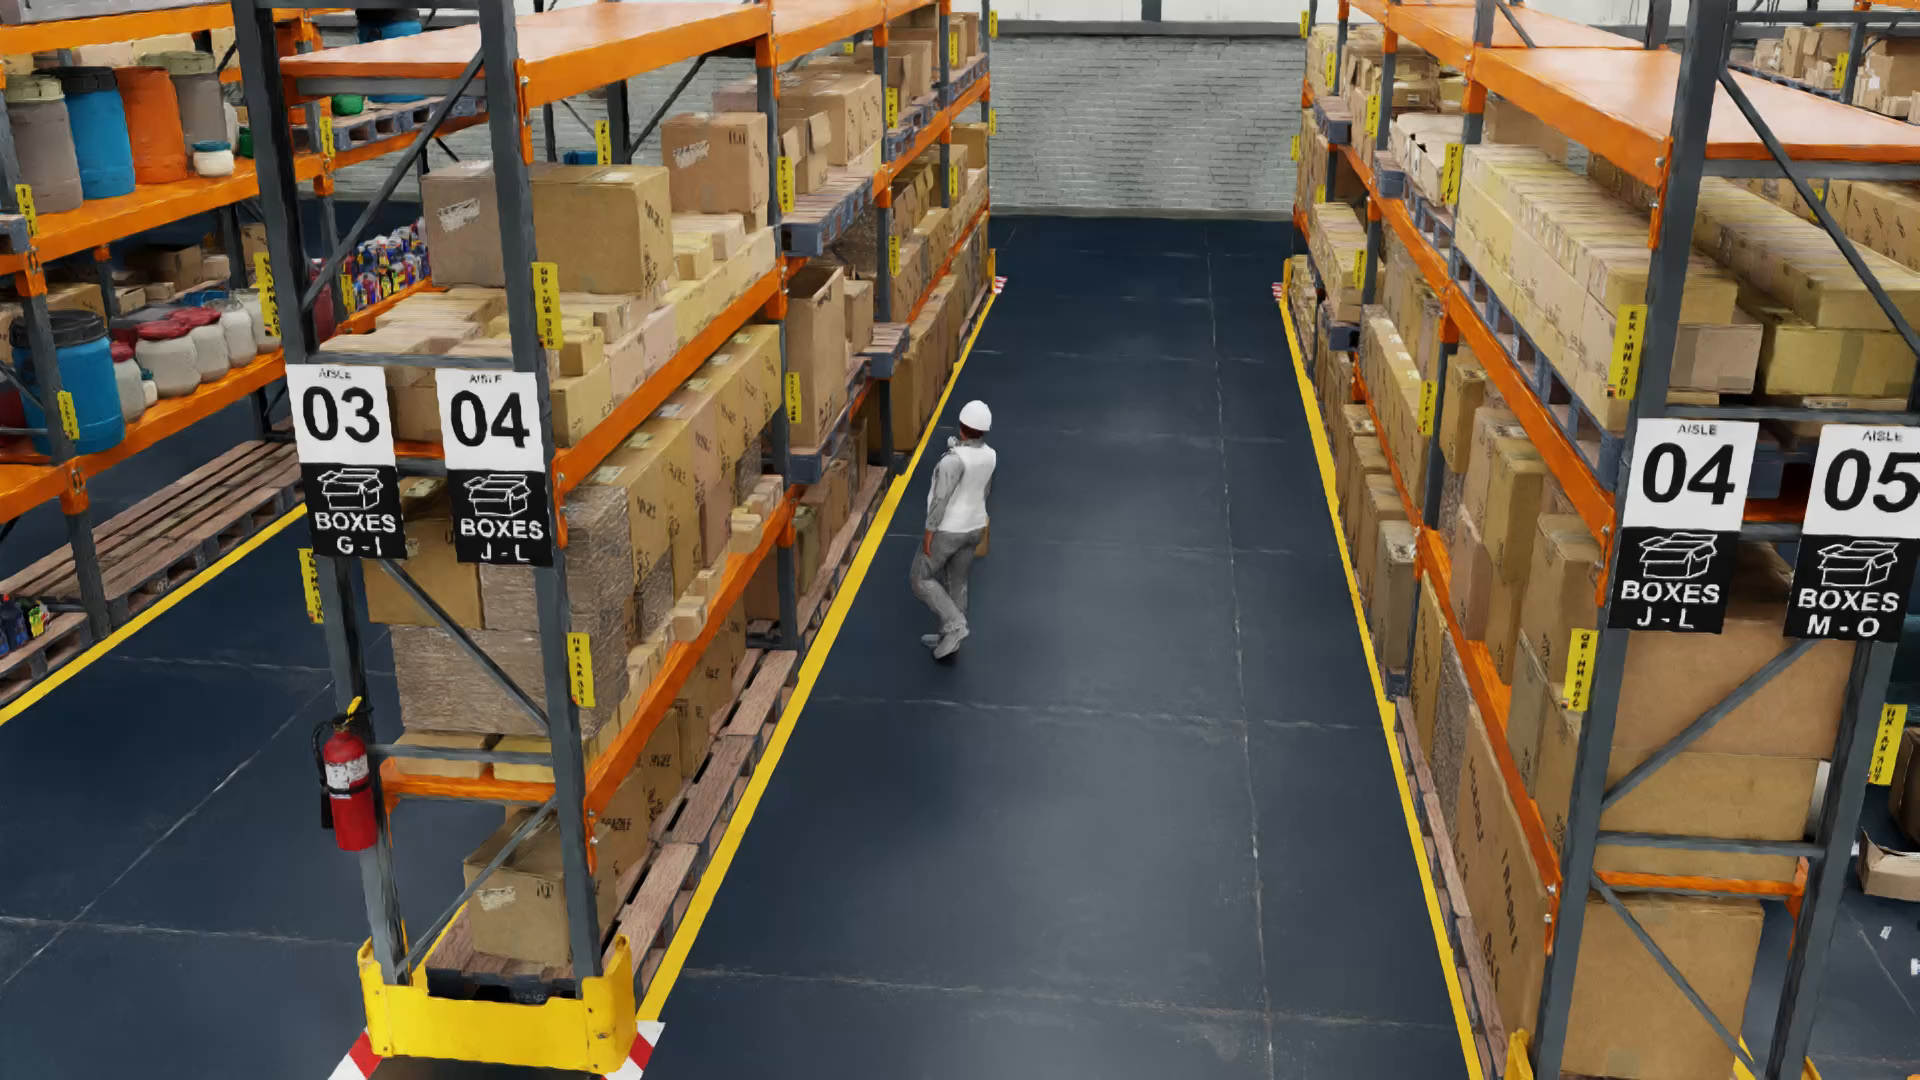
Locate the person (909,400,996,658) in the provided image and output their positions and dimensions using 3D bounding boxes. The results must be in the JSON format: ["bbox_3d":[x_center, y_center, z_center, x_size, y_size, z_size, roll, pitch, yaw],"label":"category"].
[{"bbox_3d":[-0.040,-0.082,11.274,0.454,1.759,0.622,15,26,34],"label":"person"}]
